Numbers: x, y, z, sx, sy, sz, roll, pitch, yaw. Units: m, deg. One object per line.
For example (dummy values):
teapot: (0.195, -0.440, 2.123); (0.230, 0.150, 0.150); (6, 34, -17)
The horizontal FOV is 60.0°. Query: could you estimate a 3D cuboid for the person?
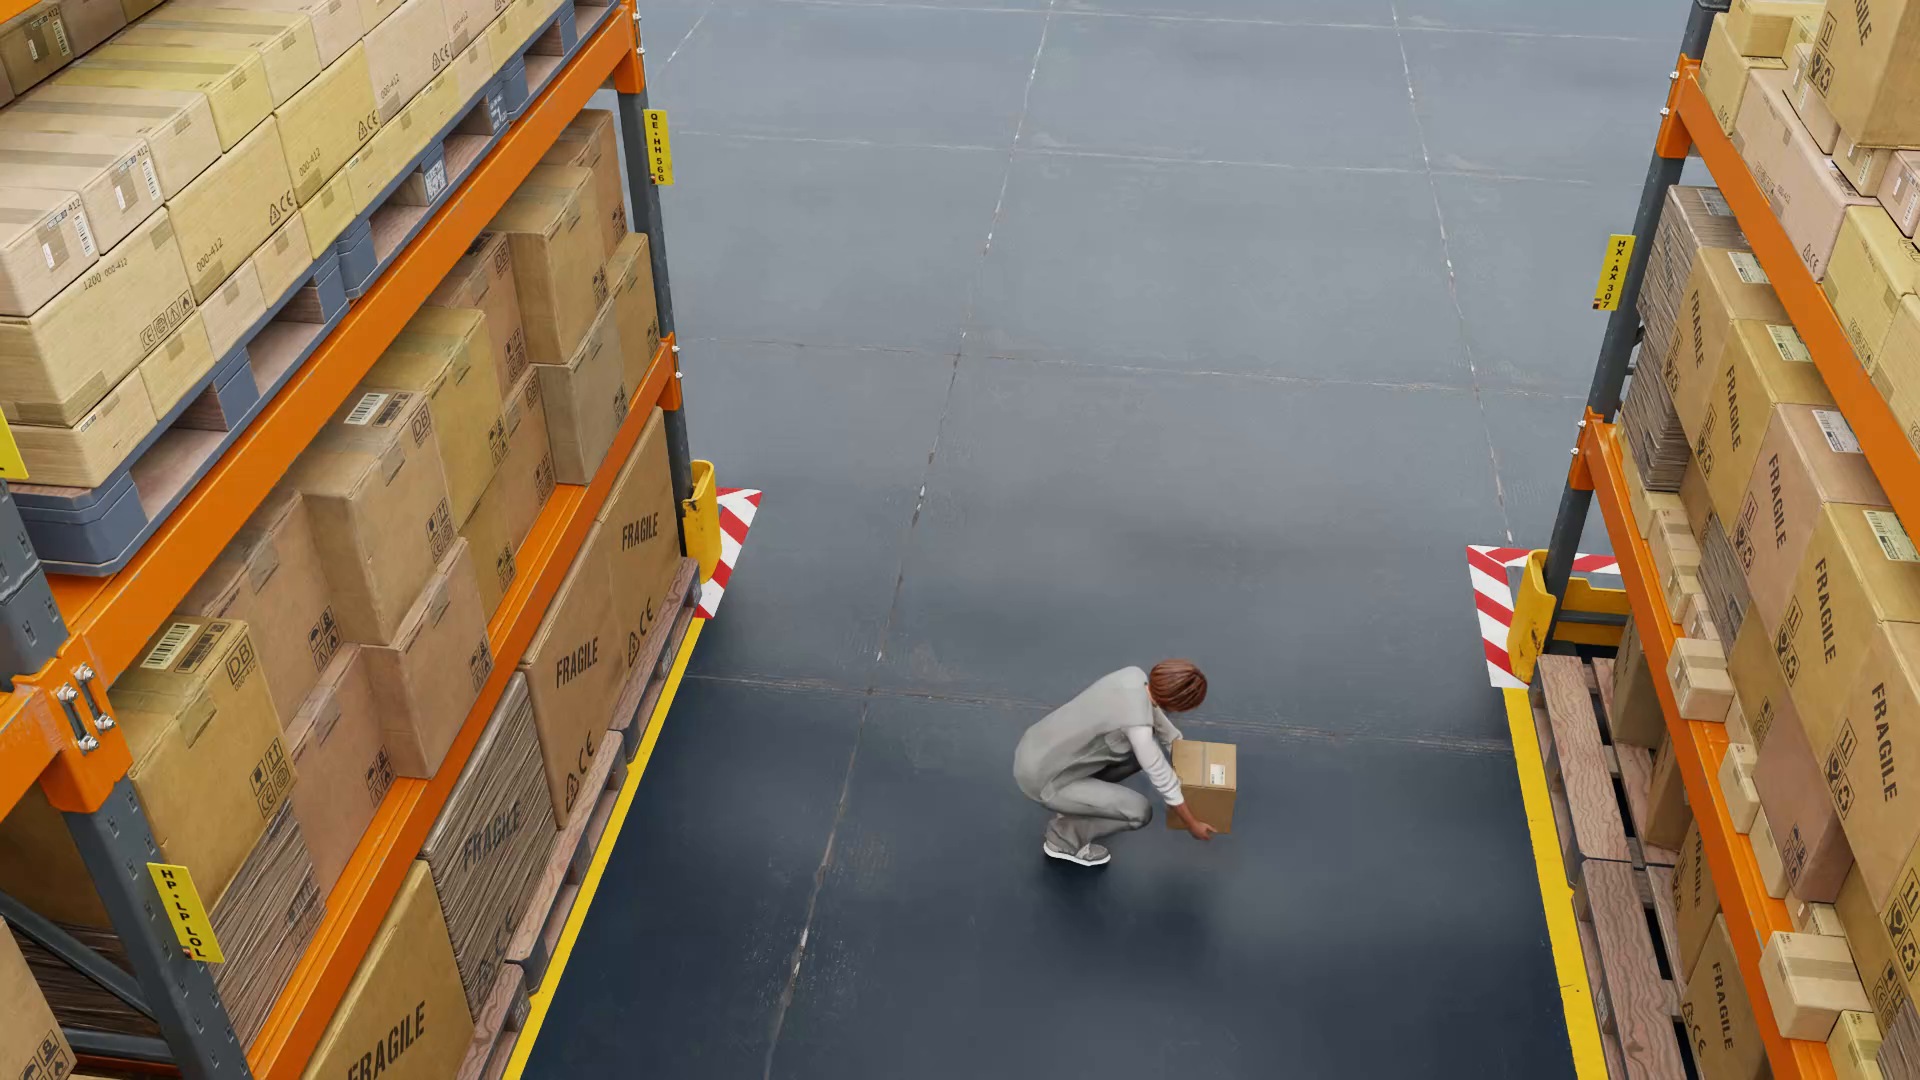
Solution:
person: (0.618, 0.853, 6.495); (0.820, 0.895, 0.426); (4, 37, 5)
